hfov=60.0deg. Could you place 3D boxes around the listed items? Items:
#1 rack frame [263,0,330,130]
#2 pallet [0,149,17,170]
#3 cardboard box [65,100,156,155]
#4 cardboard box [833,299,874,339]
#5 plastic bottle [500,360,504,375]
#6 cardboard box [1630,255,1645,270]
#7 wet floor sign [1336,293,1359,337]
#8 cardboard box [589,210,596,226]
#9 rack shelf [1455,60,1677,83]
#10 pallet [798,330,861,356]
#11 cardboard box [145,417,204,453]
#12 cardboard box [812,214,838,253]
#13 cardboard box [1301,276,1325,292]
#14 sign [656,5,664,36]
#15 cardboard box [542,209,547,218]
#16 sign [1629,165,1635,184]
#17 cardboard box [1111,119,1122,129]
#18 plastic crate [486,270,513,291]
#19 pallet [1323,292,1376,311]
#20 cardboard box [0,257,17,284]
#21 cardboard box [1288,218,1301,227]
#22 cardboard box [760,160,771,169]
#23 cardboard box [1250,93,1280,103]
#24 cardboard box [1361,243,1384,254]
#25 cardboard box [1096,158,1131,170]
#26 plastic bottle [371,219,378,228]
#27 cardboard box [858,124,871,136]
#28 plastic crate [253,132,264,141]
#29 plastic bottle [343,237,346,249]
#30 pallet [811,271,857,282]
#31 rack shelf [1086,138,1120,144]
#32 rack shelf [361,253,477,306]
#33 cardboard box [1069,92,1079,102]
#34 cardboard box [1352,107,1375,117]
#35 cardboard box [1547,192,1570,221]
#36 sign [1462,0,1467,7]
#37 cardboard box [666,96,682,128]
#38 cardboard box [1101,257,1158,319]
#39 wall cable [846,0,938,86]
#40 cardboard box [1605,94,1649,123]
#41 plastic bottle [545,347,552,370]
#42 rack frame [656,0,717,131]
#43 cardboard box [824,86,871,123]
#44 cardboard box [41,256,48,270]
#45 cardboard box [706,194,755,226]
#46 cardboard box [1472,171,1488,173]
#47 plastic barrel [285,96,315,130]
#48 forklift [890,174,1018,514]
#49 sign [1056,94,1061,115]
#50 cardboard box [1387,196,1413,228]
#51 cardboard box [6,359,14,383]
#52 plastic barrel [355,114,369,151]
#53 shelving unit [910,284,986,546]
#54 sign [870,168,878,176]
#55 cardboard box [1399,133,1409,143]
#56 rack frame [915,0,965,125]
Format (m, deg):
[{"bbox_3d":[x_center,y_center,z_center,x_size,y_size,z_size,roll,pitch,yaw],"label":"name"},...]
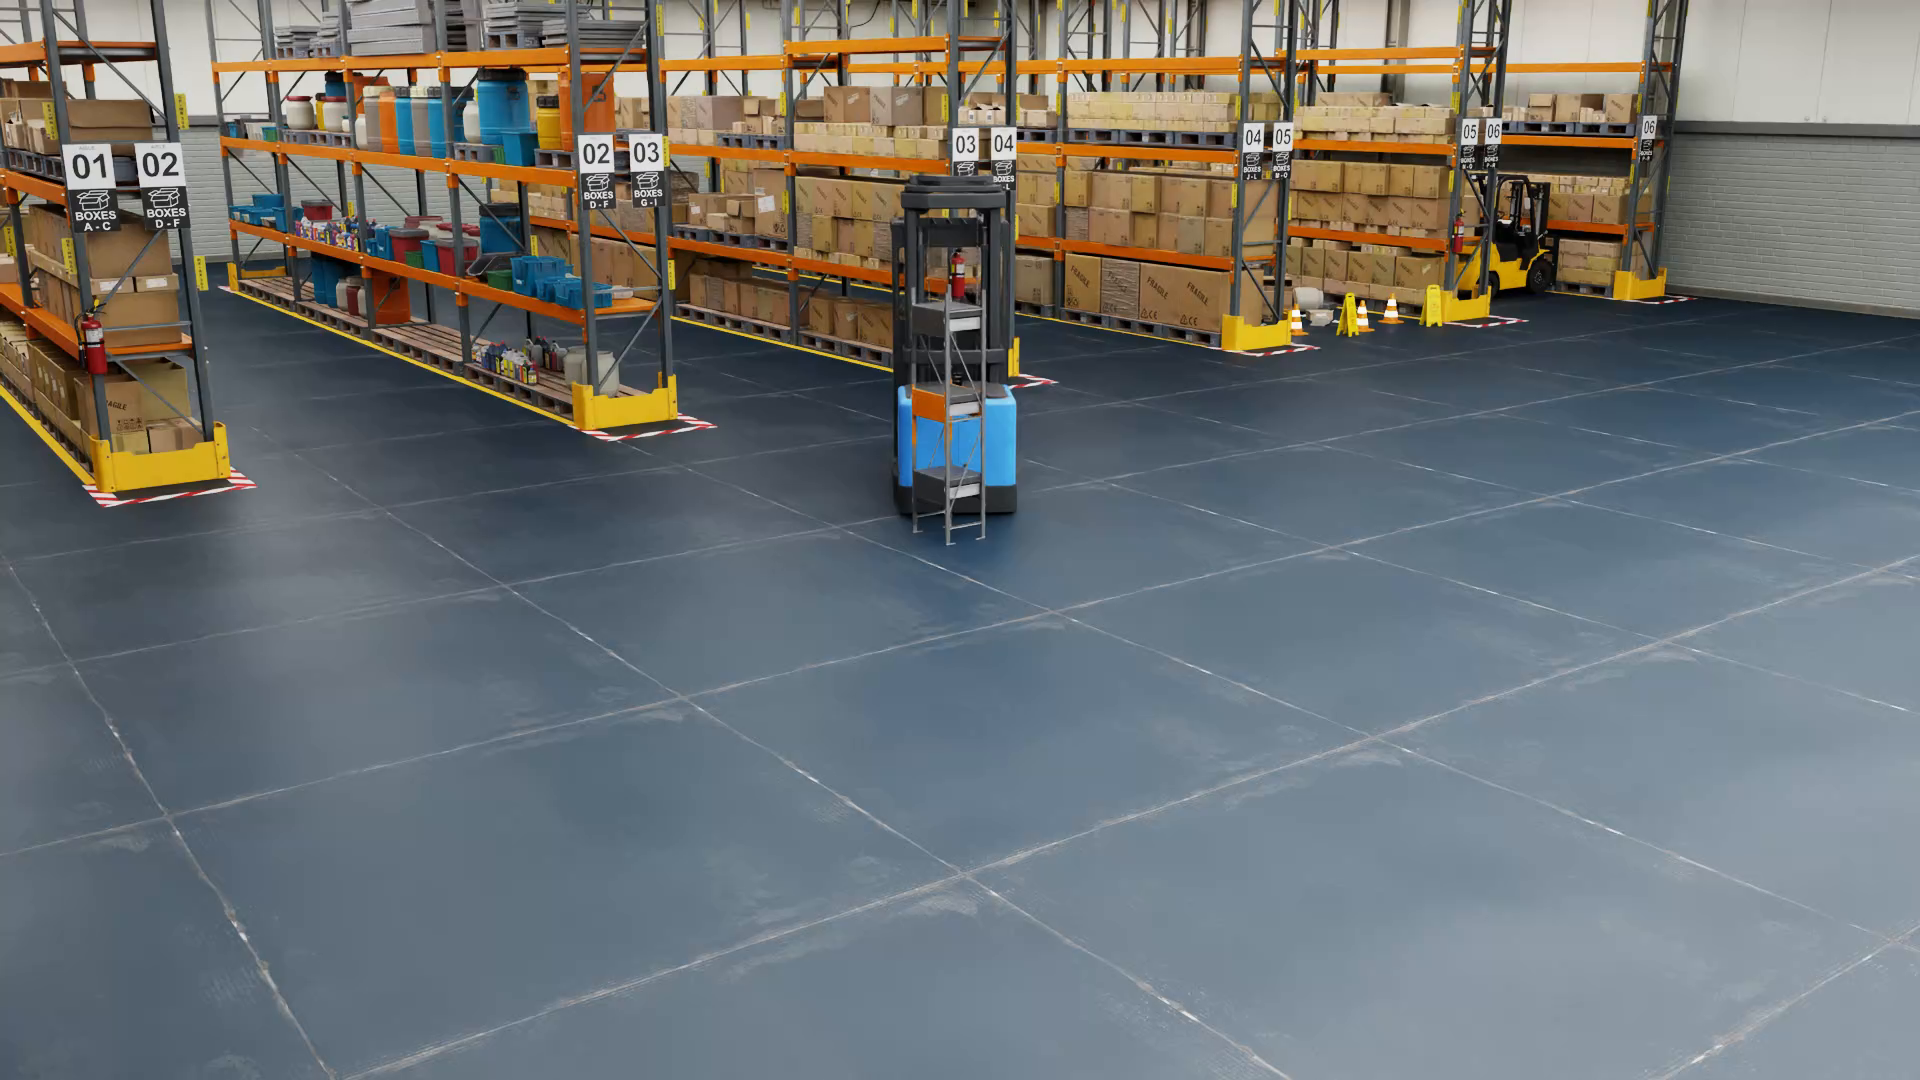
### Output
[{"bbox_3d":[-10.784,-8.242,27.145,1.000,3.000,0.127,-11,19,-35],"label":"rack frame"},{"bbox_3d":[-10.618,-4.413,19.199,0.805,0.209,1.217,-12,19,-37],"label":"pallet"},{"bbox_3d":[-8.072,-3.908,15.735,0.797,0.503,0.637,-9,18,-31],"label":"cardboard box"},{"bbox_3d":[-1.528,-3.193,24.001,0.500,0.500,0.500,-5,16,-17],"label":"cardboard box"},{"bbox_3d":[-5.683,-2.162,20.760,0.097,0.201,0.097,0,15,0],"label":"plastic bottle"},{"bbox_3d":[12.198,-5.115,30.548,0.500,0.250,0.500,-10,18,-34],"label":"cardboard box"},{"bbox_3d":[5.968,-3.469,25.529,0.232,0.644,0.267,14,21,42],"label":"wet floor sign"},{"bbox_3d":[-6.413,-5.922,29.840,0.500,0.500,0.500,-11,19,-34],"label":"cardboard box"},{"bbox_3d":[11.131,-8.645,30.738,1.077,0.370,4.000,-11,19,-35],"label":"rack shelf"},{"bbox_3d":[-1.651,-2.926,24.368,1.003,0.211,1.213,-11,19,-35],"label":"pallet"},{"bbox_3d":[-7.873,-1.044,16.620,0.500,0.250,0.500,-11,19,-35],"label":"cardboard box"},{"bbox_3d":[-1.594,-4.383,23.655,0.875,0.500,0.500,-11,19,-35],"label":"cardboard box"},{"bbox_3d":[6.393,-4.544,29.408,0.500,0.250,0.500,-10,18,-31],"label":"cardboard box"},{"bbox_3d":[-3.281,-5.664,18.119,0.100,0.325,0.005,-11,19,-35],"label":"sign"},{"bbox_3d":[-7.676,-6.175,31.433,0.380,0.149,0.250,-10,18,-34],"label":"cardboard box"},{"bbox_3d":[11.860,-6.456,29.340,0.100,0.325,0.005,-11,19,-35],"label":"sign"},{"bbox_3d":[2.536,-6.387,25.537,0.380,0.149,0.250,-11,19,-35],"label":"cardboard box"},{"bbox_3d":[-5.511,-3.205,20.504,0.450,0.188,0.662,-11,19,-35],"label":"plastic crate"},{"bbox_3d":[7.087,-4.204,29.036,1.003,0.211,1.213,-11,19,-35],"label":"pallet"},{"bbox_3d":[-12.072,-3.463,21.214,0.500,0.311,0.500,-11,19,-35],"label":"cardboard box"},{"bbox_3d":[6.058,-5.663,29.562,0.380,0.149,0.250,-10,18,-33],"label":"cardboard box"},{"bbox_3d":[-3.799,-7.819,34.316,0.500,0.500,0.500,-10,18,-33],"label":"cardboard box"},{"bbox_3d":[4.410,-6.385,24.022,0.380,0.149,0.250,-11,19,-34],"label":"cardboard box"},{"bbox_3d":[7.043,-4.954,28.256,0.380,0.149,0.250,-10,18,-32],"label":"cardboard box"},{"bbox_3d":[3.074,-7.402,33.355,0.500,0.500,0.500,-11,19,-36],"label":"cardboard box"},{"bbox_3d":[-9.331,-4.944,26.552,0.144,0.351,0.185,-11,19,-35],"label":"plastic bottle"},{"bbox_3d":[-1.156,-5.537,22.469,0.380,0.149,0.250,-10,18,-33],"label":"cardboard box"},{"bbox_3d":[-11.840,-6.881,28.352,0.293,0.136,0.466,-11,19,-35],"label":"plastic crate"},{"bbox_3d":[-9.376,-4.558,25.424,0.097,0.201,0.097,0,15,0],"label":"plastic bottle"},{"bbox_3d":[-2.247,-5.355,33.241,1.003,0.211,1.213,-11,19,-35],"label":"pallet"},{"bbox_3d":[2.414,-8.329,34.504,1.077,0.370,4.000,-11,19,-35],"label":"rack shelf"},{"bbox_3d":[-7.256,-3.721,23.351,1.077,0.370,4.000,-11,19,-35],"label":"rack shelf"},{"bbox_3d":[1.936,-6.988,26.225,0.380,0.149,0.250,-11,19,-34],"label":"cardboard box"},{"bbox_3d":[6.844,-7.221,28.059,0.380,0.149,0.250,-10,18,-33],"label":"cardboard box"},{"bbox_3d":[11.206,-6.199,30.853,0.500,0.500,0.500,-11,19,-36],"label":"cardboard box"},{"bbox_3d":[7.833,-8.432,25.768,0.100,0.325,0.005,-11,19,-35],"label":"sign"},{"bbox_3d":[-4.358,-6.859,26.637,0.500,0.500,0.500,-11,19,-34],"label":"cardboard box"},{"bbox_3d":[2.844,-3.998,26.232,0.875,0.875,0.875,-11,19,-34],"label":"cardboard box"},{"bbox_3d":[-1.801,-13.133,44.942,2.988,3.039,0.133,-11,19,-35],"label":"wall cable"},{"bbox_3d":[11.849,-7.667,29.551,0.500,0.500,0.500,-10,18,-33],"label":"cardboard box"},{"bbox_3d":[-5.234,-2.318,21.177,0.061,0.283,0.133,-11,19,-35],"label":"plastic bottle"},{"bbox_3d":[-4.426,-8.157,26.833,1.000,3.000,0.127,-11,19,-35],"label":"rack frame"},{"bbox_3d":[-1.603,-6.232,23.783,0.500,0.500,0.500,-12,19,-36],"label":"cardboard box"},{"bbox_3d":[-9.632,-2.982,17.871,0.380,0.149,0.250,-11,19,-35],"label":"cardboard box"},{"bbox_3d":[-3.667,-5.301,26.779,0.700,0.500,0.500,-8,17,-26],"label":"cardboard box"},{"bbox_3d":[10.143,-7.070,32.244,0.380,0.149,0.250,-11,19,-34],"label":"cardboard box"},{"bbox_3d":[-10.678,-6.912,26.915,0.433,0.535,0.433,0,15,0],"label":"plastic barrel"},{"bbox_3d":[-0.101,-1.982,15.766,1.130,2.935,3.031,-1,15,-3],"label":"forklift"},{"bbox_3d":[1.564,-6.919,26.417,0.100,0.325,0.005,-11,19,-35],"label":"sign"},{"bbox_3d":[7.461,-5.466,27.611,0.500,0.500,0.500,-11,19,-34],"label":"cardboard box"},{"bbox_3d":[-11.463,-2.119,20.548,0.500,0.250,0.500,-10,18,-33],"label":"cardboard box"},{"bbox_3d":[-8.498,-5.881,23.989,0.421,0.512,0.421,0,15,0],"label":"plastic barrel"},{"bbox_3d":[-0.097,-1.048,13.928,0.431,2.100,0.503,-11,19,-35],"label":"shelving unit"},{"bbox_3d":[-2.385,-10.080,45.404,0.329,0.494,0.001,-11,19,-35],"label":"sign"},{"bbox_3d":[7.461,-6.626,27.398,0.380,0.149,0.250,-11,19,-34],"label":"cardboard box"},{"bbox_3d":[-0.355,-8.905,29.567,1.000,3.000,0.127,-11,19,-35],"label":"rack frame"}]
